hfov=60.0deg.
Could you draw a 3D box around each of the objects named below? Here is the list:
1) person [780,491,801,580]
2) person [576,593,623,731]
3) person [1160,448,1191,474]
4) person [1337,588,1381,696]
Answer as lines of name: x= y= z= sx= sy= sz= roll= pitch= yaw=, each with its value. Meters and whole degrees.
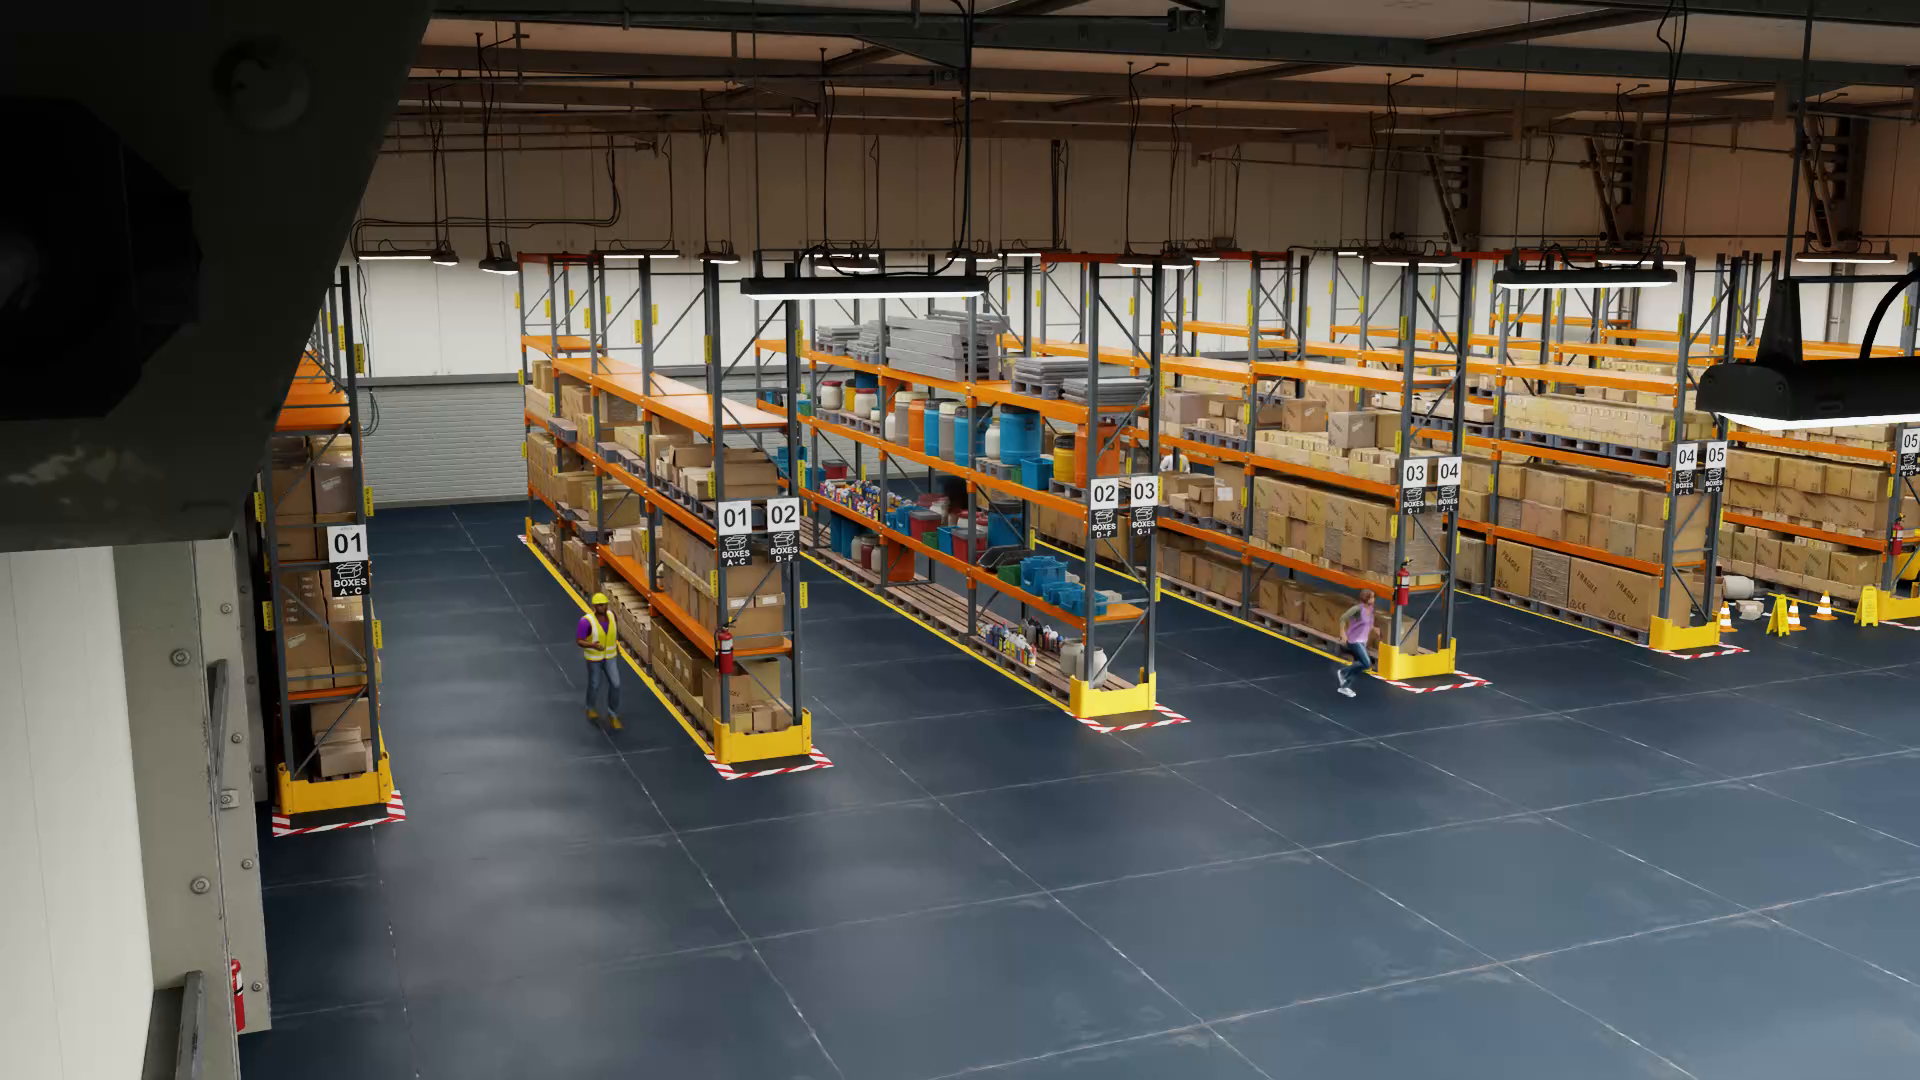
person: x=-3.239 y=-0.113 z=31.112 sx=0.585 sy=1.667 sz=0.604 roll=-5 pitch=12 yaw=-27
person: x=-4.678 y=1.566 z=21.616 sx=0.628 sy=1.812 sz=0.827 roll=-6 pitch=12 yaw=-29
person: x=4.846 y=-1.274 z=37.186 sx=0.699 sy=1.748 sz=0.671 roll=-4 pitch=11 yaw=-20
person: x=5.535 y=1.415 z=23.014 sx=0.587 sy=1.540 sz=0.511 roll=8 pitch=13 yaw=39
